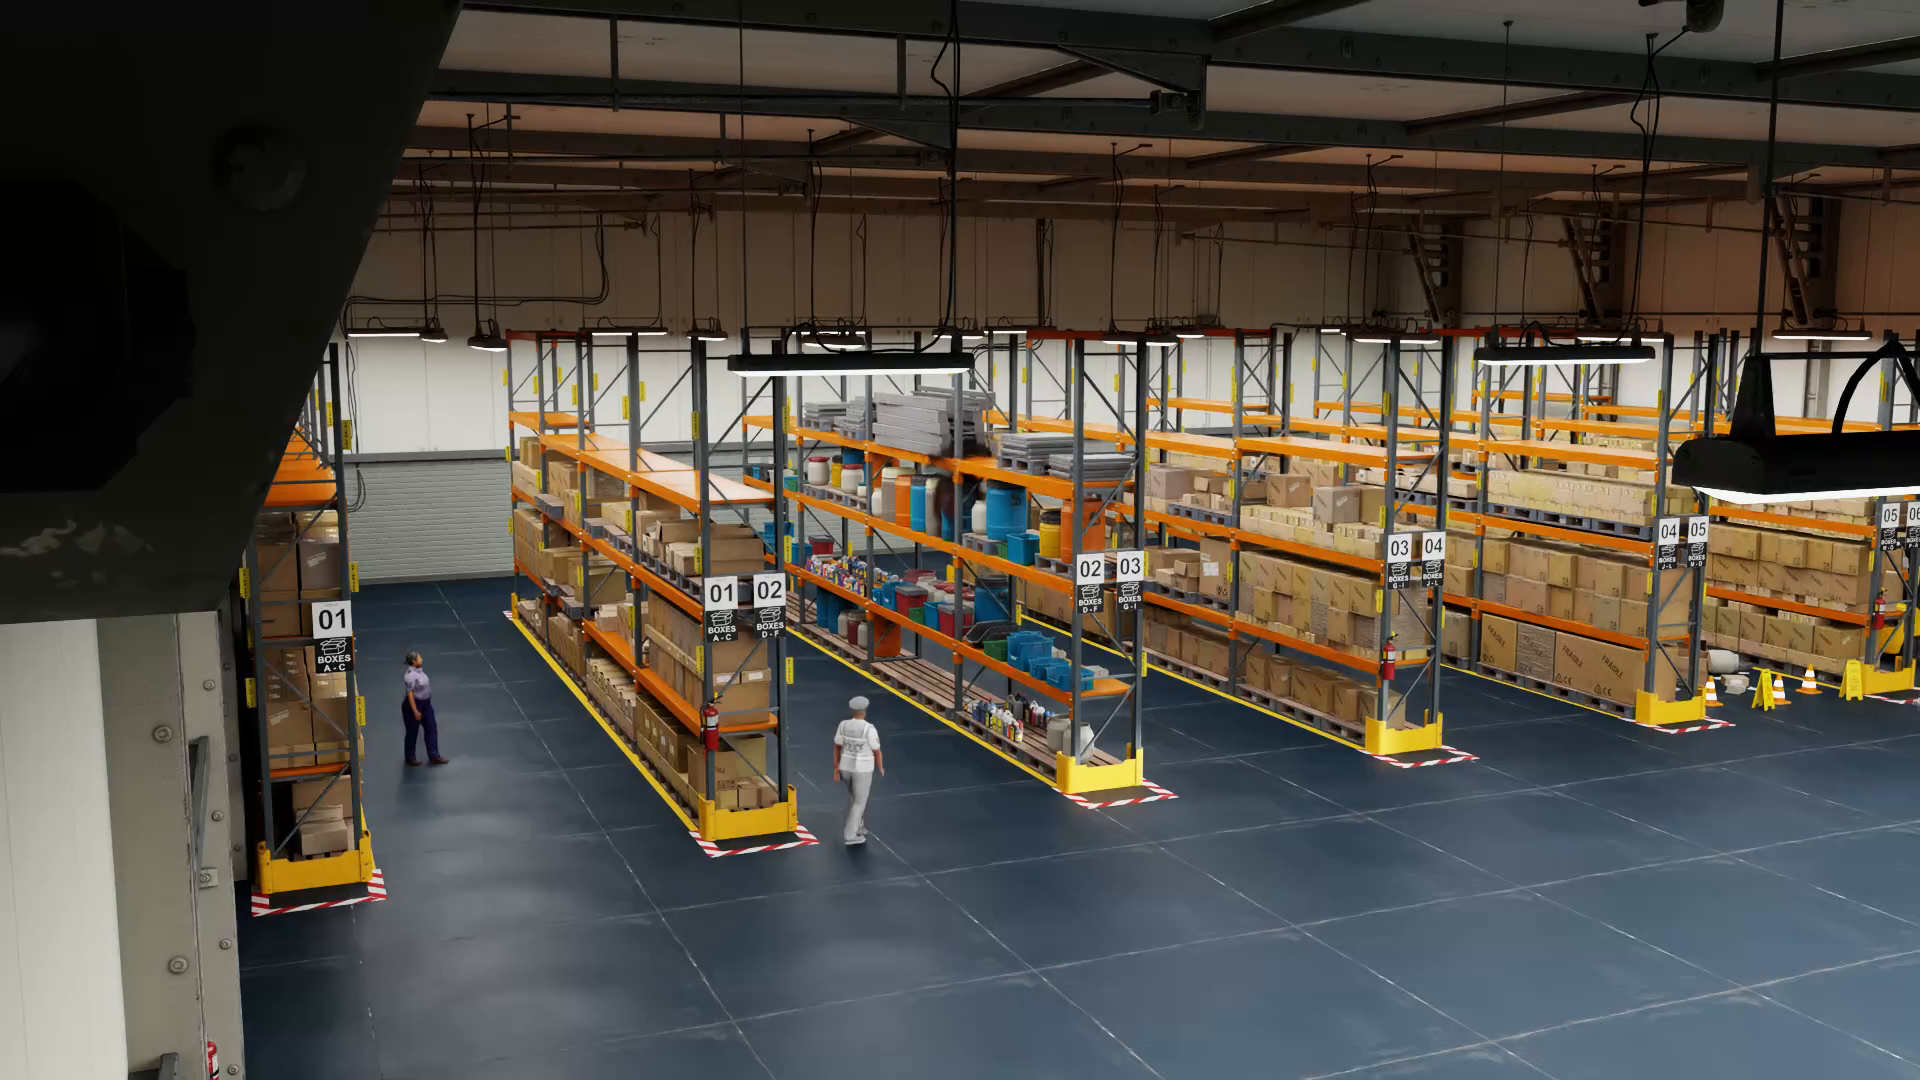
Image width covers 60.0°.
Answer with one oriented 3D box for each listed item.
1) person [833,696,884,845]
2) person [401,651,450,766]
[{"bbox_3d":[-1.189,2.768,19.954,0.553,1.820,0.701,6,10,36],"label":"person"},{"bbox_3d":[-7.567,2.364,23.349,0.574,1.644,0.504,3,8,20],"label":"person"}]
